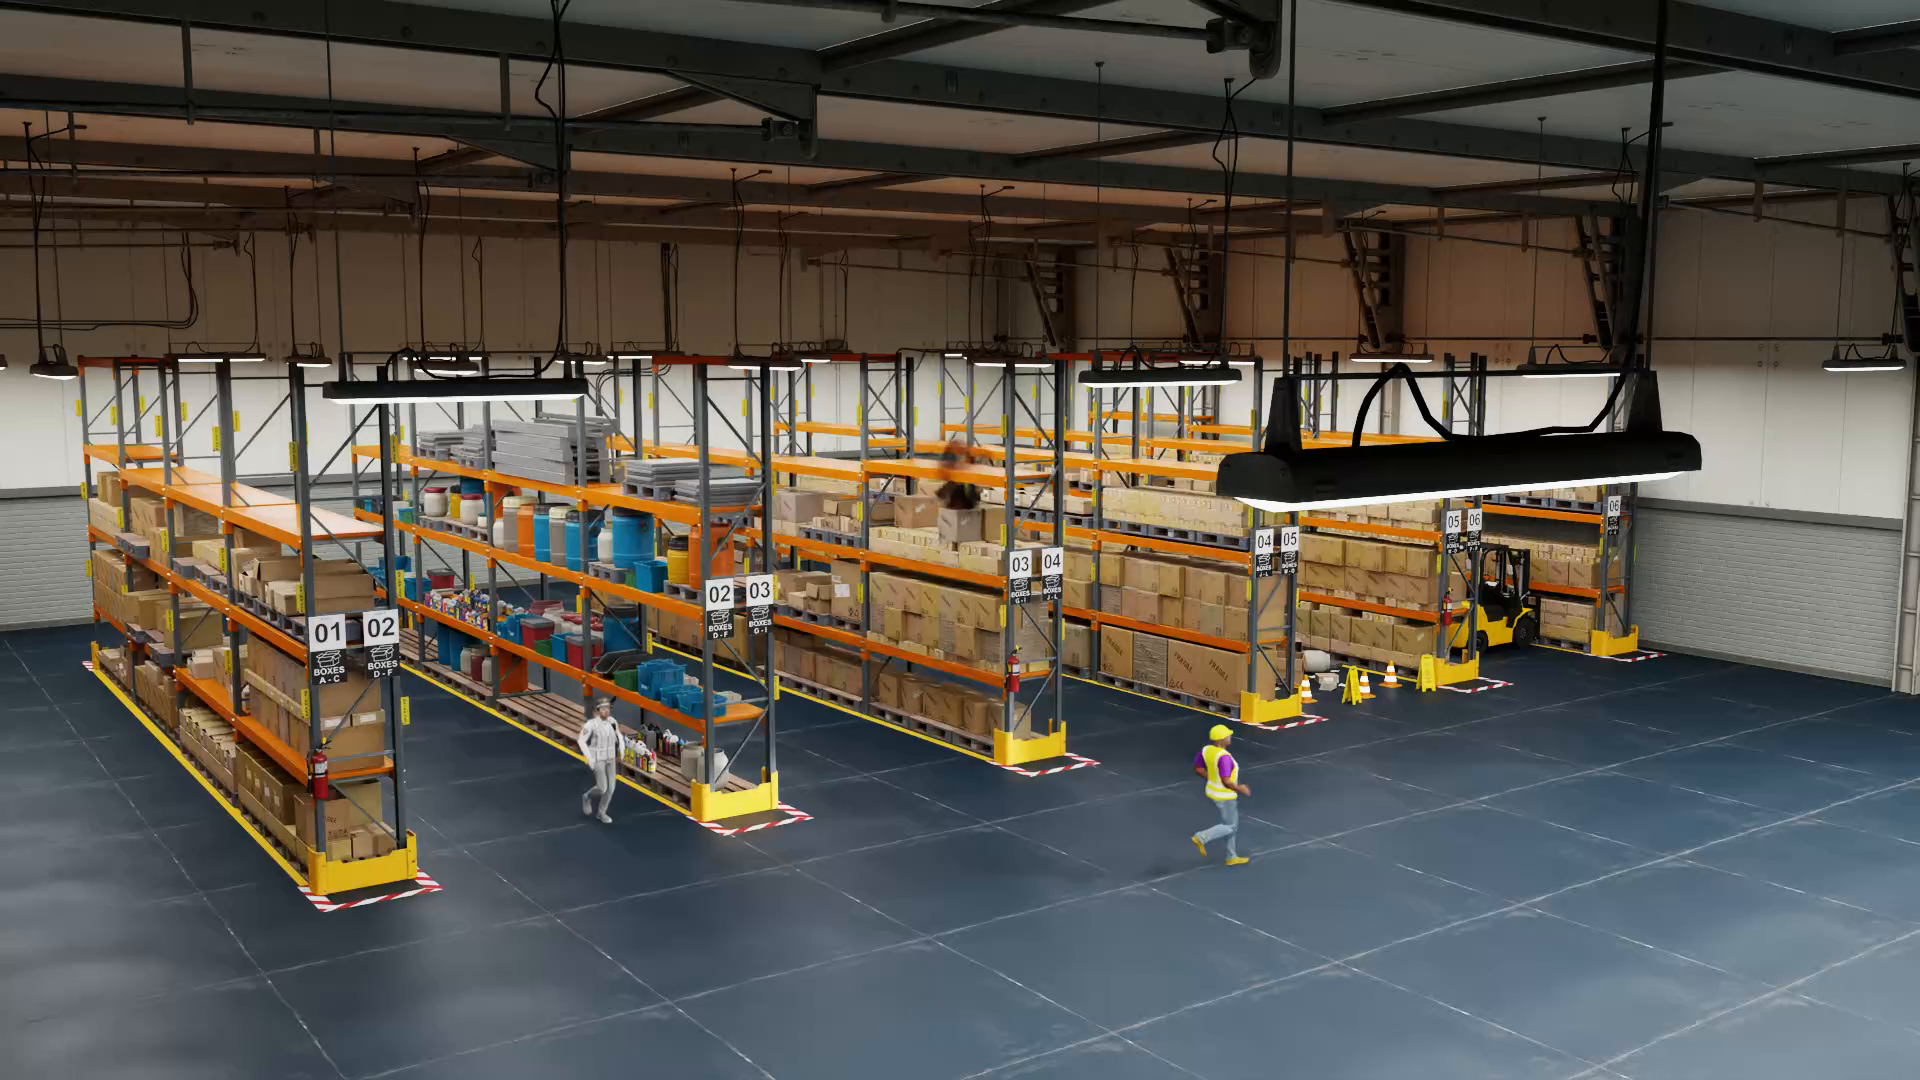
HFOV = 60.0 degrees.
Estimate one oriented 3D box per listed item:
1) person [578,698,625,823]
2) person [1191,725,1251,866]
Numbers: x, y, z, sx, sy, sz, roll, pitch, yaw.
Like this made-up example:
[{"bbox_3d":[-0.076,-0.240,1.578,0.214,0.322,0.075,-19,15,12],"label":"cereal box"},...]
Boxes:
[{"bbox_3d":[-4.697,2.872,21.874,0.633,1.661,0.538,-7,10,-44],"label":"person"},{"bbox_3d":[3.105,3.066,19.928,0.801,1.739,0.700,-2,7,-18],"label":"person"}]
